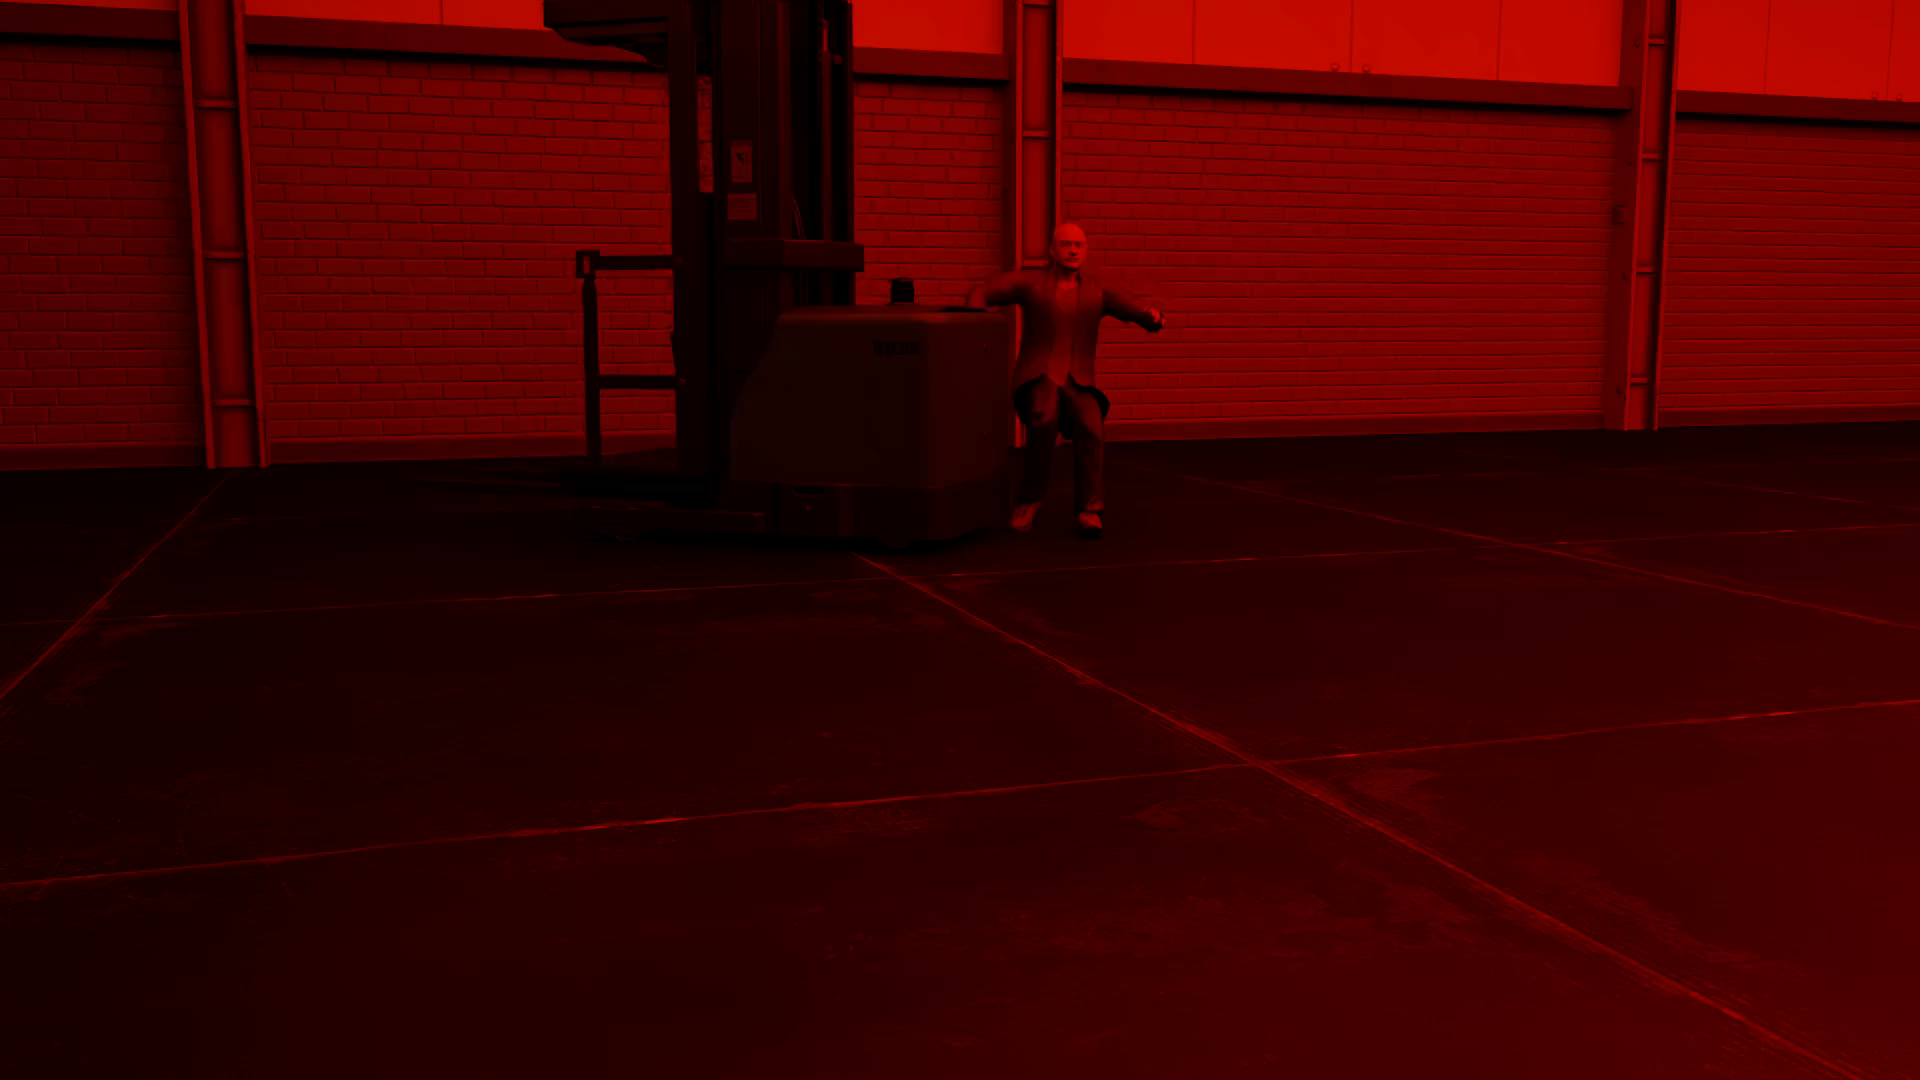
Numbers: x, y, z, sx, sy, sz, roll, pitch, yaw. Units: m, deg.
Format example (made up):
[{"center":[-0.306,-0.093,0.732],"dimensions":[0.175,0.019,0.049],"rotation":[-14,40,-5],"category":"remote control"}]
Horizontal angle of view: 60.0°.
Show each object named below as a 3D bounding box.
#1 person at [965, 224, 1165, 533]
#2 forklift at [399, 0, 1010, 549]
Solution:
[{"center":[0.533,-0.759,8.268],"dimensions":[1.017,1.424,0.903],"rotation":[-2,8,-12],"category":"person"},{"center":[-1.325,-1.508,8.135],"dimensions":[3.031,2.935,1.130],"rotation":[3,8,19],"category":"forklift"}]
